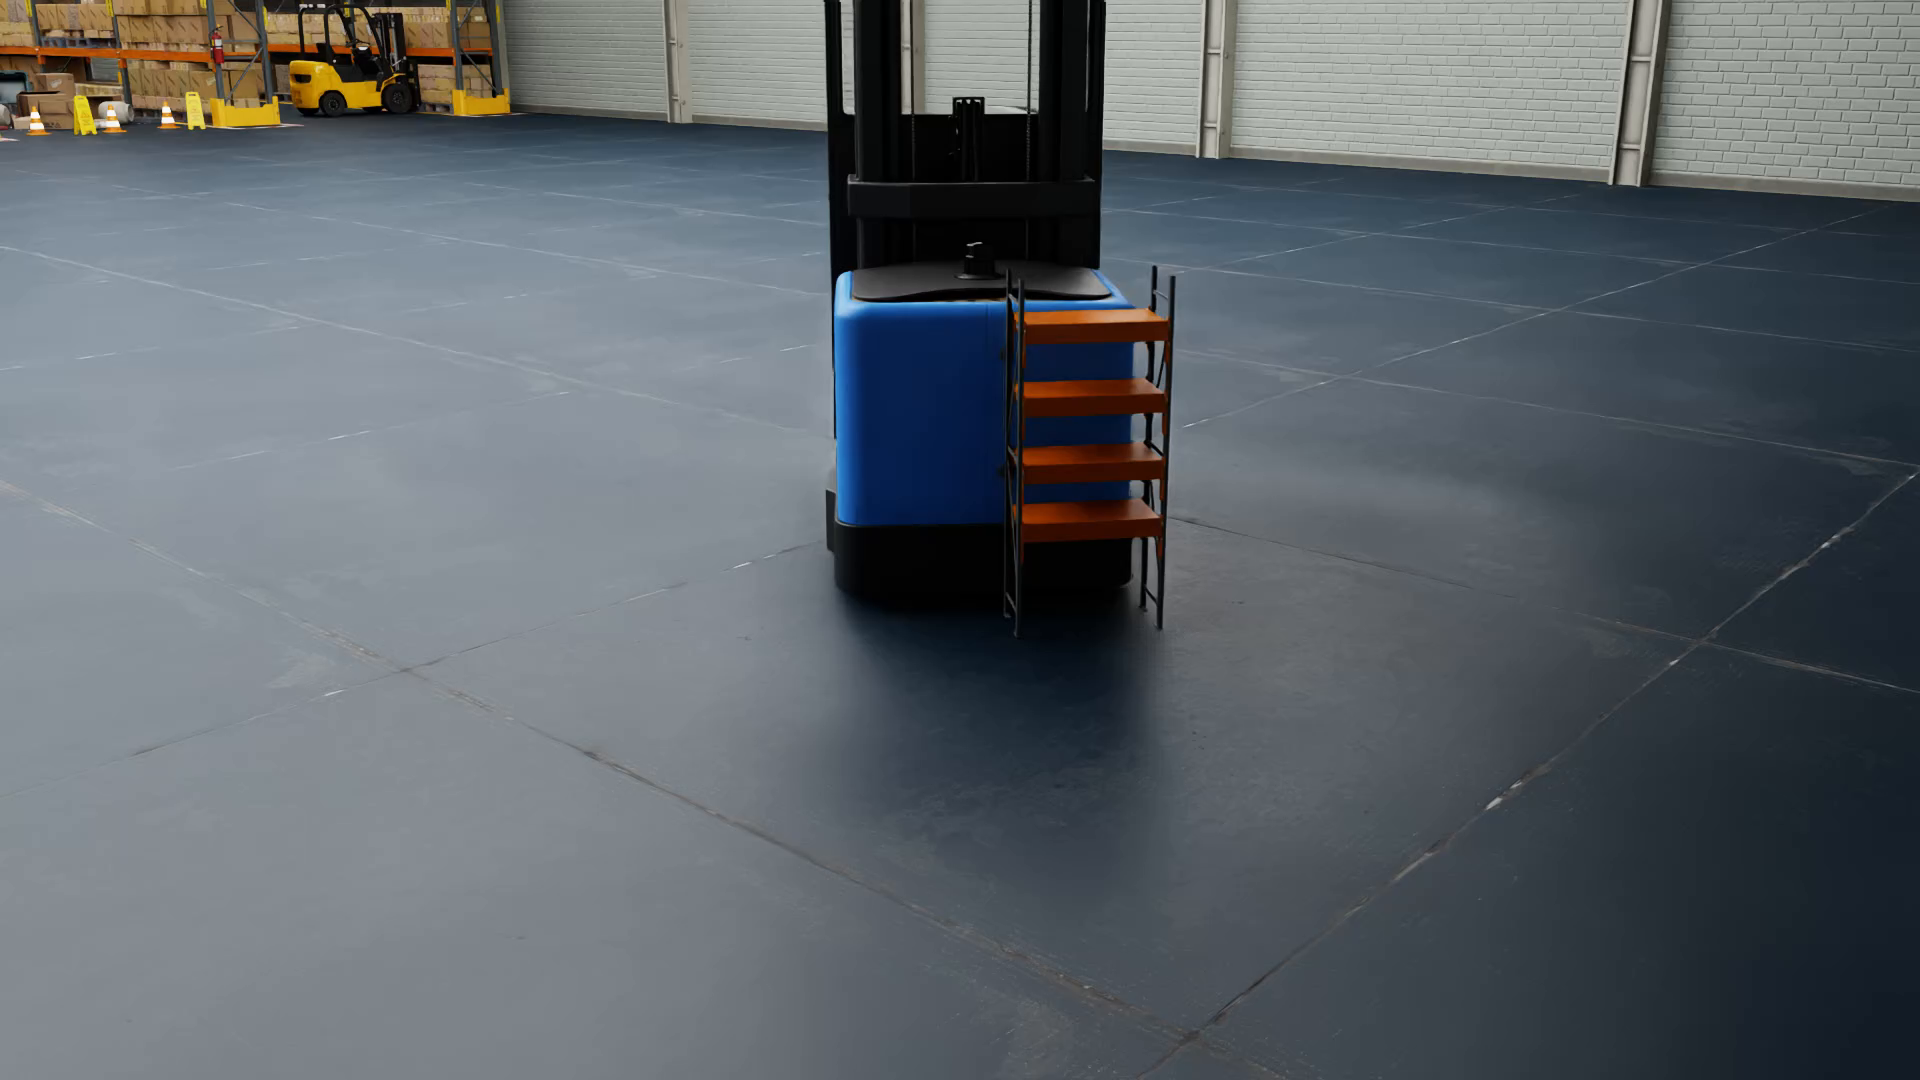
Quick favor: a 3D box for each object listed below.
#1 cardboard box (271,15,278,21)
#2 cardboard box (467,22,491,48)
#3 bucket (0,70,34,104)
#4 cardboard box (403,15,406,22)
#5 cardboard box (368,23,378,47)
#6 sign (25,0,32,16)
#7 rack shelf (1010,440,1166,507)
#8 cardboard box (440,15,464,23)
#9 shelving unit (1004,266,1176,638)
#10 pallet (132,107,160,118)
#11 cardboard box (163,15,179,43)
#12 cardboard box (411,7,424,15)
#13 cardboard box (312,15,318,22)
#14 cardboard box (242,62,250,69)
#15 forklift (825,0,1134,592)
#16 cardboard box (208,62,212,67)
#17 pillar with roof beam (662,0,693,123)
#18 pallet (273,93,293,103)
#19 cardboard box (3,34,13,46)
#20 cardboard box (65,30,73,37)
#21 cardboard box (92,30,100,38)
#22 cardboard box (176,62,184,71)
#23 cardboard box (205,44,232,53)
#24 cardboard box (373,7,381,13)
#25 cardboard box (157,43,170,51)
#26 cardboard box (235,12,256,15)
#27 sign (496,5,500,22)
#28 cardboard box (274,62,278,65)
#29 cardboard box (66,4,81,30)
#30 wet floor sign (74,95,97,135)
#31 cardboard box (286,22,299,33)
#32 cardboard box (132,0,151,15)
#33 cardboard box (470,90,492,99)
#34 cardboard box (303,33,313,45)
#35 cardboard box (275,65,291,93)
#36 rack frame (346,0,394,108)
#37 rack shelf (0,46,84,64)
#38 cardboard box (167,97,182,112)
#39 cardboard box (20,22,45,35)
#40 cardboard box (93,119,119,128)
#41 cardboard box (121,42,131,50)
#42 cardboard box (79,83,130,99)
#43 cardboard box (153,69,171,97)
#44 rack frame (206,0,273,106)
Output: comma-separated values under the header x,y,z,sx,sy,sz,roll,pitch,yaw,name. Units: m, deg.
x,y,z,sx,sy,sz,roll,pitch,yaw,name
-15.621,-12.016,38.276,0.250,0.149,0.380,16,23,40,cardboard box
-10.067,-10.446,34.404,0.500,0.500,0.500,16,24,41,cardboard box
-17.743,-8.434,31.127,0.726,0.611,0.620,-9,10,-27,bucket
-11.429,-10.922,34.830,0.250,0.149,0.380,15,23,39,cardboard box
-12.314,-10.838,35.639,0.500,0.500,0.500,16,23,40,cardboard box
-19.522,-11.145,34.855,0.005,0.325,0.100,15,23,39,sign
0.419,-0.226,5.559,0.480,0.148,0.258,-3,18,-8,rack shelf
-10.326,-10.599,33.814,0.250,0.149,0.380,15,23,40,cardboard box
0.419,-0.290,5.539,0.503,1.200,0.258,-3,18,-8,shelving unit
-15.639,-8.460,32.919,1.213,0.211,1.003,15,23,39,pallet
-14.505,-9.552,31.093,0.500,0.500,0.500,15,23,39,cardboard box
-11.113,-10.942,34.402,0.250,0.149,0.380,16,23,41,cardboard box
-14.251,-11.665,37.170,0.250,0.149,0.380,15,23,40,cardboard box
-16.962,-11.376,39.865,0.250,0.149,0.380,16,24,41,cardboard box
0.005,-1.610,6.839,1.130,2.935,3.031,-1,18,-3,forklift
-18.307,-11.744,41.025,0.250,0.149,0.380,14,22,36,cardboard box
-8.173,-11.261,27.218,0.400,9.000,9.100,15,23,39,pillar with roof beam
-15.275,-10.339,38.842,1.213,0.211,1.003,15,23,39,pallet
-20.466,-10.894,36.228,0.500,0.250,0.500,15,23,39,cardboard box
-18.250,-10.472,34.370,0.380,0.149,0.250,-17,24,-42,cardboard box
-17.135,-10.138,33.318,0.250,0.149,0.380,15,23,38,cardboard box
-14.450,-8.880,31.174,0.250,0.149,0.380,16,23,40,cardboard box
-13.595,-9.020,30.489,0.250,0.149,0.380,16,24,41,cardboard box
-12.255,-11.251,35.375,0.250,0.149,0.380,16,23,40,cardboard box
-14.984,-9.357,31.552,0.250,0.149,0.380,15,23,39,cardboard box
-17.208,-12.378,39.791,0.637,0.503,0.797,14,23,38,cardboard box
-9.508,-10.811,34.157,0.005,0.325,0.100,15,23,39,sign
-16.229,-11.395,39.925,0.250,0.149,0.380,16,24,41,cardboard box
-17.809,-10.656,33.877,0.500,0.500,0.500,14,22,37,cardboard box
-15.047,-7.292,28.523,0.232,0.644,0.267,11,20,30,wet floor sign
-14.942,-11.655,37.800,0.500,0.250,0.500,14,23,38,cardboard box
-15.255,-10.230,31.577,0.500,0.500,0.700,14,23,38,cardboard box
-10.119,-9.269,34.710,0.500,0.250,0.500,15,23,39,cardboard box
-14.545,-11.318,37.565,0.500,0.250,0.500,16,24,41,cardboard box
-15.407,-10.783,38.860,0.625,0.625,0.875,16,24,41,cardboard box
-12.873,-11.040,36.438,0.127,3.000,1.000,15,23,39,rack frame
-20.652,-10.778,36.802,4.000,0.370,1.077,15,23,39,rack shelf
-14.733,-8.313,31.699,0.500,0.250,0.500,14,22,37,cardboard box
-19.687,-10.926,35.500,0.500,0.250,0.500,15,23,39,cardboard box
-15.494,-7.560,30.187,0.380,0.149,0.250,-6,18,-18,cardboard box
-16.142,-9.660,32.507,0.250,0.149,0.380,15,23,39,cardboard box
-17.620,-9.251,34.452,0.625,0.372,0.950,16,24,41,cardboard box
-15.108,-8.774,31.911,0.500,0.500,0.500,17,24,42,cardboard box
-13.173,-9.113,30.367,0.127,3.000,1.000,15,23,39,rack frame
